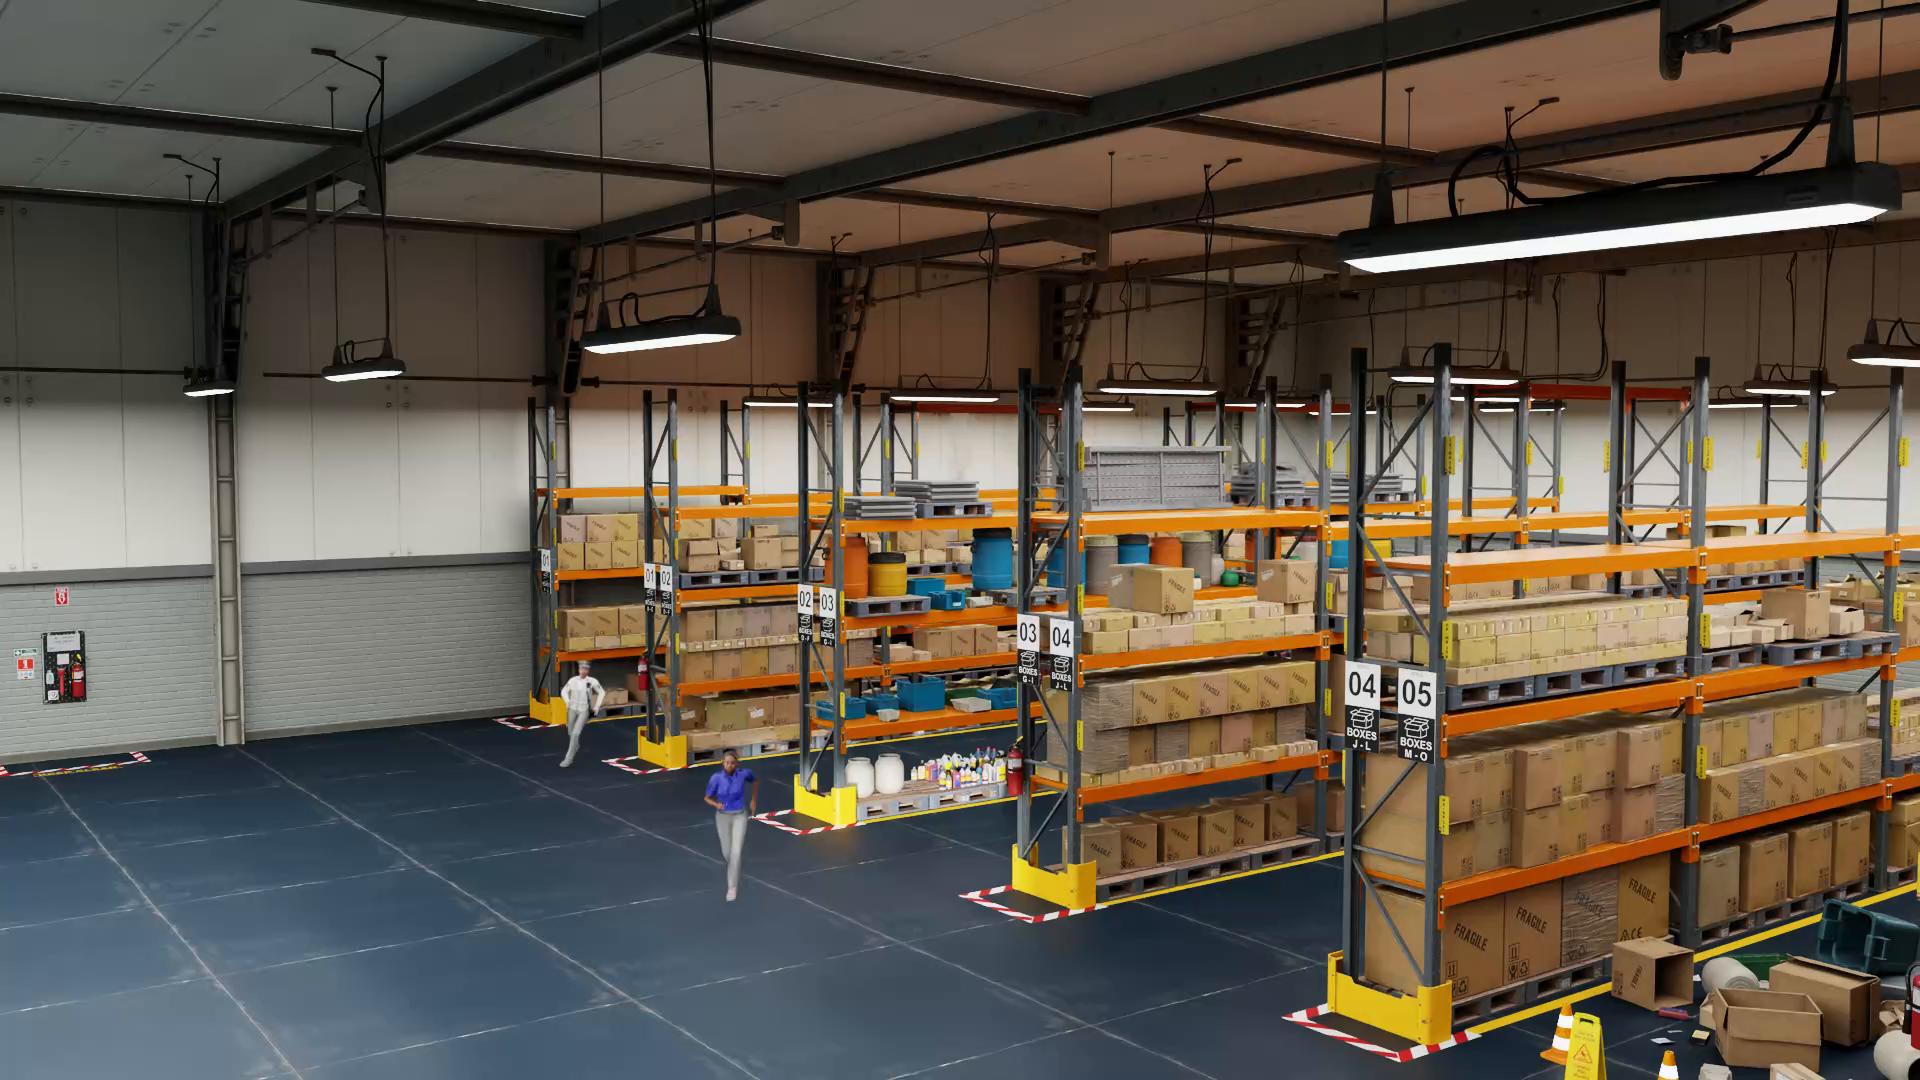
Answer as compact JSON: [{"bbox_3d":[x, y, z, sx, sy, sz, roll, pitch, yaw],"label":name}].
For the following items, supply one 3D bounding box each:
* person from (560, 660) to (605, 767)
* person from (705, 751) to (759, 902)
[{"bbox_3d":[-6.075,2.747,26.649,0.671,1.657,0.925,0,3,7],"label":"person"},{"bbox_3d":[-2.616,3.234,19.104,0.606,1.689,0.928,0,3,-4],"label":"person"}]
